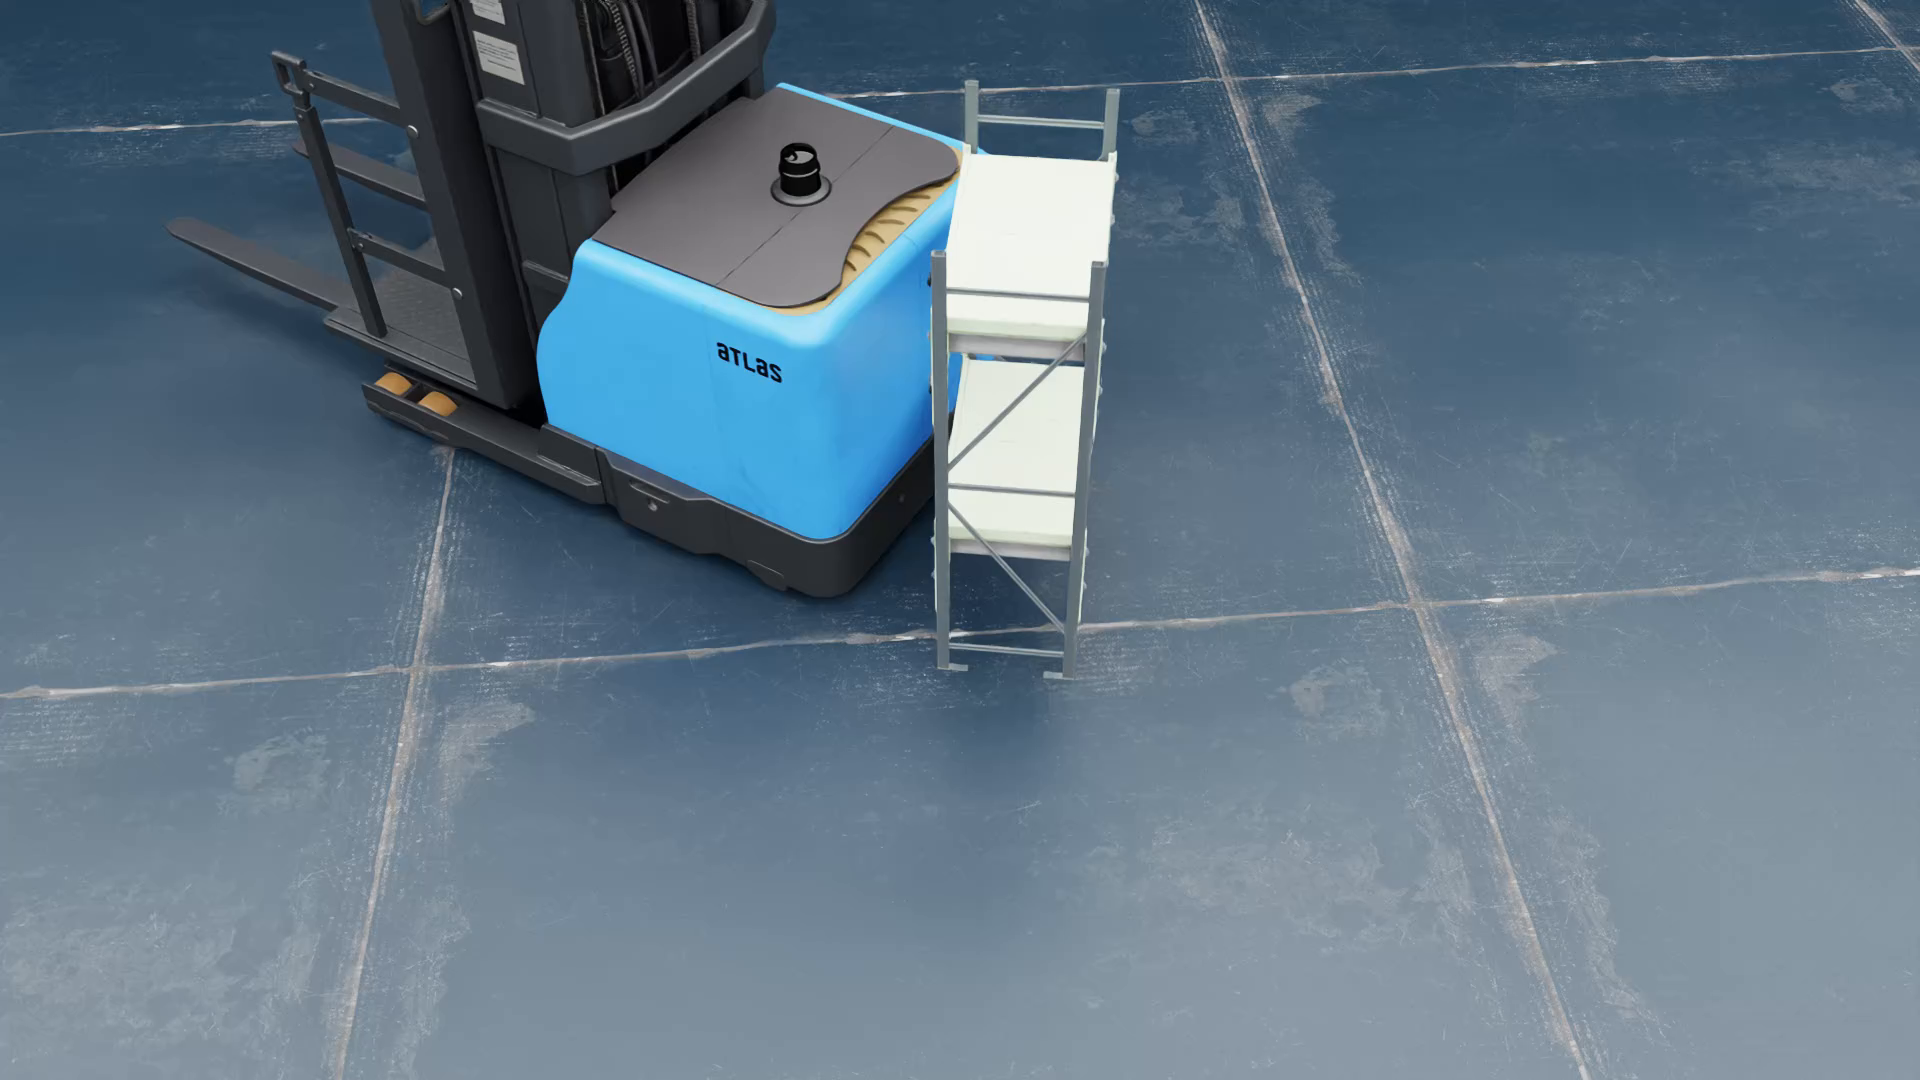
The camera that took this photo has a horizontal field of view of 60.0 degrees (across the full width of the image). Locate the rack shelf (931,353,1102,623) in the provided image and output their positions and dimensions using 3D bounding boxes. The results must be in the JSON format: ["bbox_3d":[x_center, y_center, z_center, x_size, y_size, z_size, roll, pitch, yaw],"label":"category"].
[{"bbox_3d":[0.173,-0.166,4.823,0.431,0.370,0.720,4,47,4],"label":"rack shelf"}]

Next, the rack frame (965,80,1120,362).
[{"bbox_3d":[0.212,-0.655,4.837,0.400,1.500,0.023,4,47,4],"label":"rack frame"}]

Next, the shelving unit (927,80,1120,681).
[{"bbox_3d":[0.173,-0.390,4.587,0.431,1.500,0.755,4,47,4],"label":"shelving unit"}]

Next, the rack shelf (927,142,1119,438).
[{"bbox_3d":[0.173,-0.659,4.303,0.431,0.370,0.720,4,47,4],"label":"rack shelf"}]

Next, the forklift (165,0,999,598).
[{"bbox_3d":[-1.407,-1.642,4.786,3.031,2.935,1.130,23,51,20],"label":"forklift"}]

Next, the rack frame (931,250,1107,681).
[{"bbox_3d":[0.134,-0.126,4.336,0.400,1.500,0.023,4,47,4],"label":"rack frame"}]
